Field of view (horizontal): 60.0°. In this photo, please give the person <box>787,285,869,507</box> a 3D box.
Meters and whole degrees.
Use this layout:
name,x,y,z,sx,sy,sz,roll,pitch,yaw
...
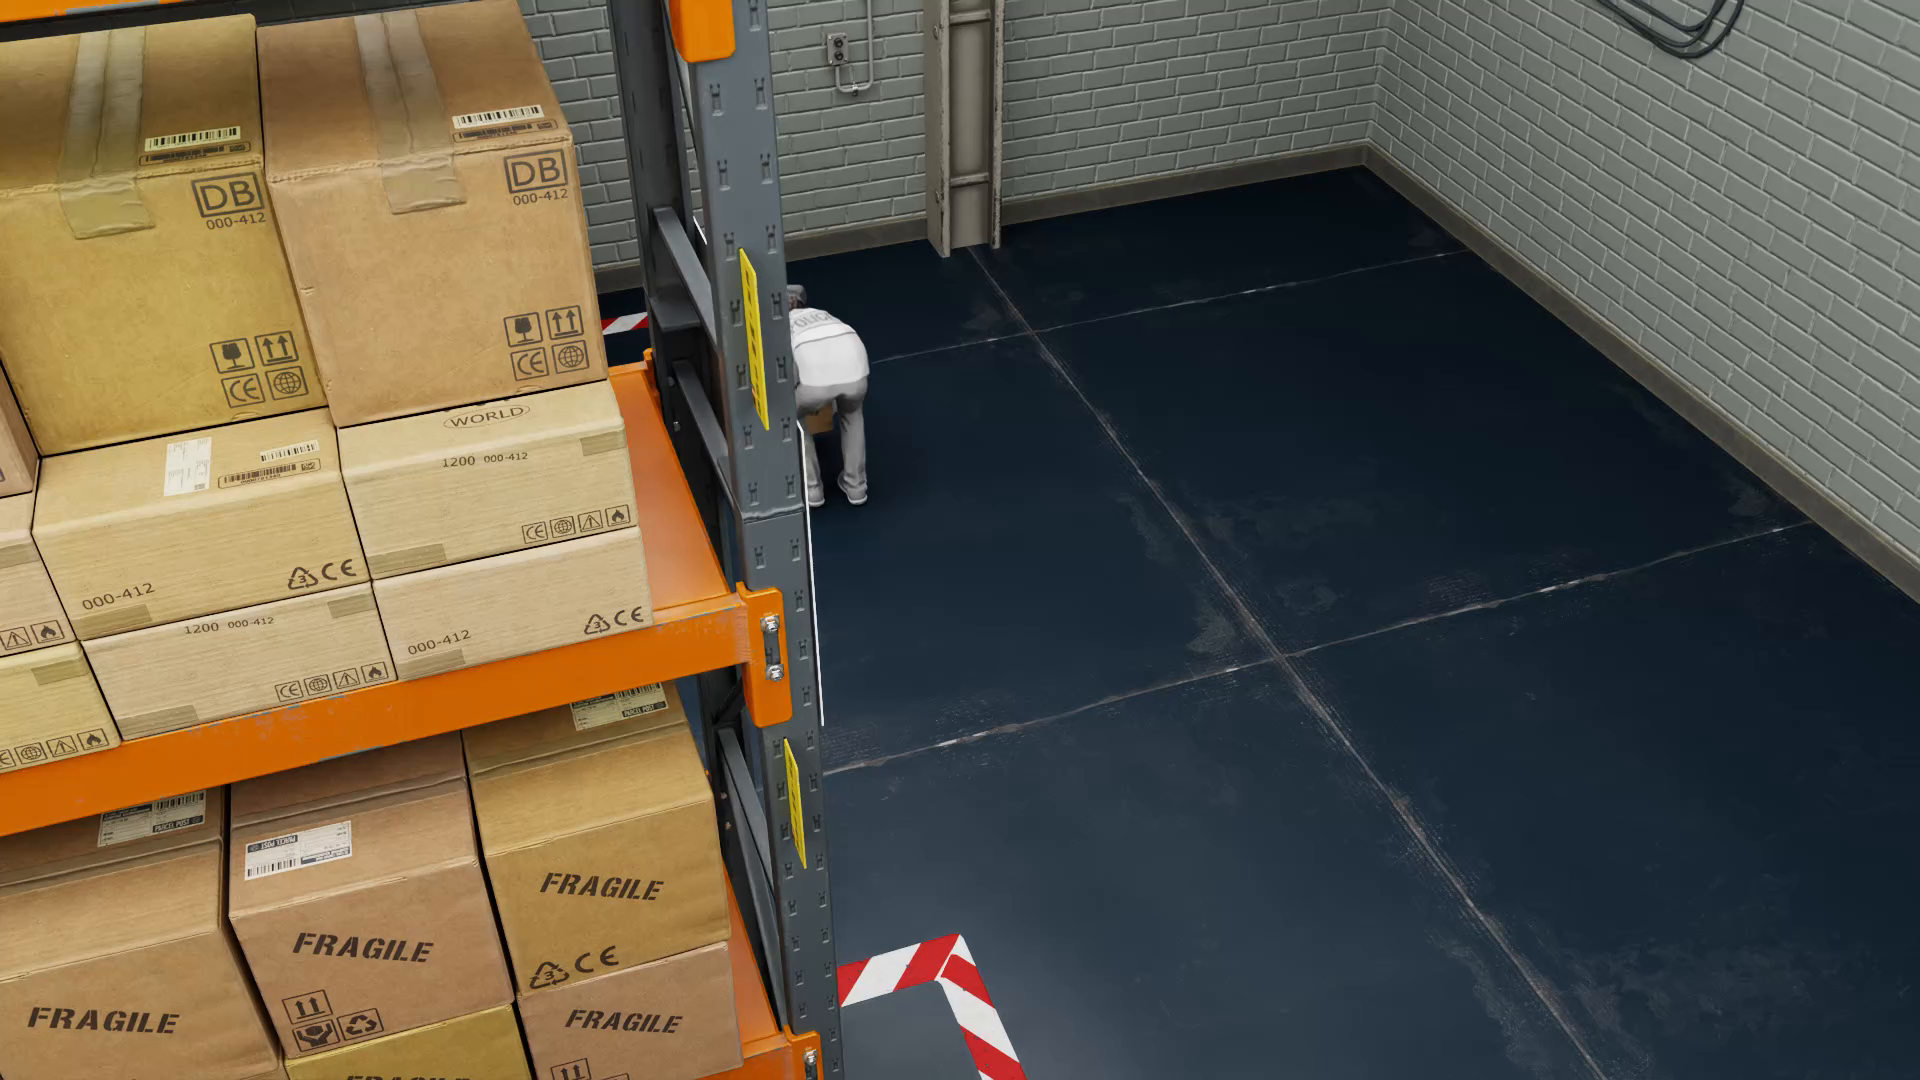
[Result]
name,x,y,z,sx,sy,sz,roll,pitch,yaw
person,-0.724,-0.722,8.255,0.426,0.995,0.912,-14,40,-18
